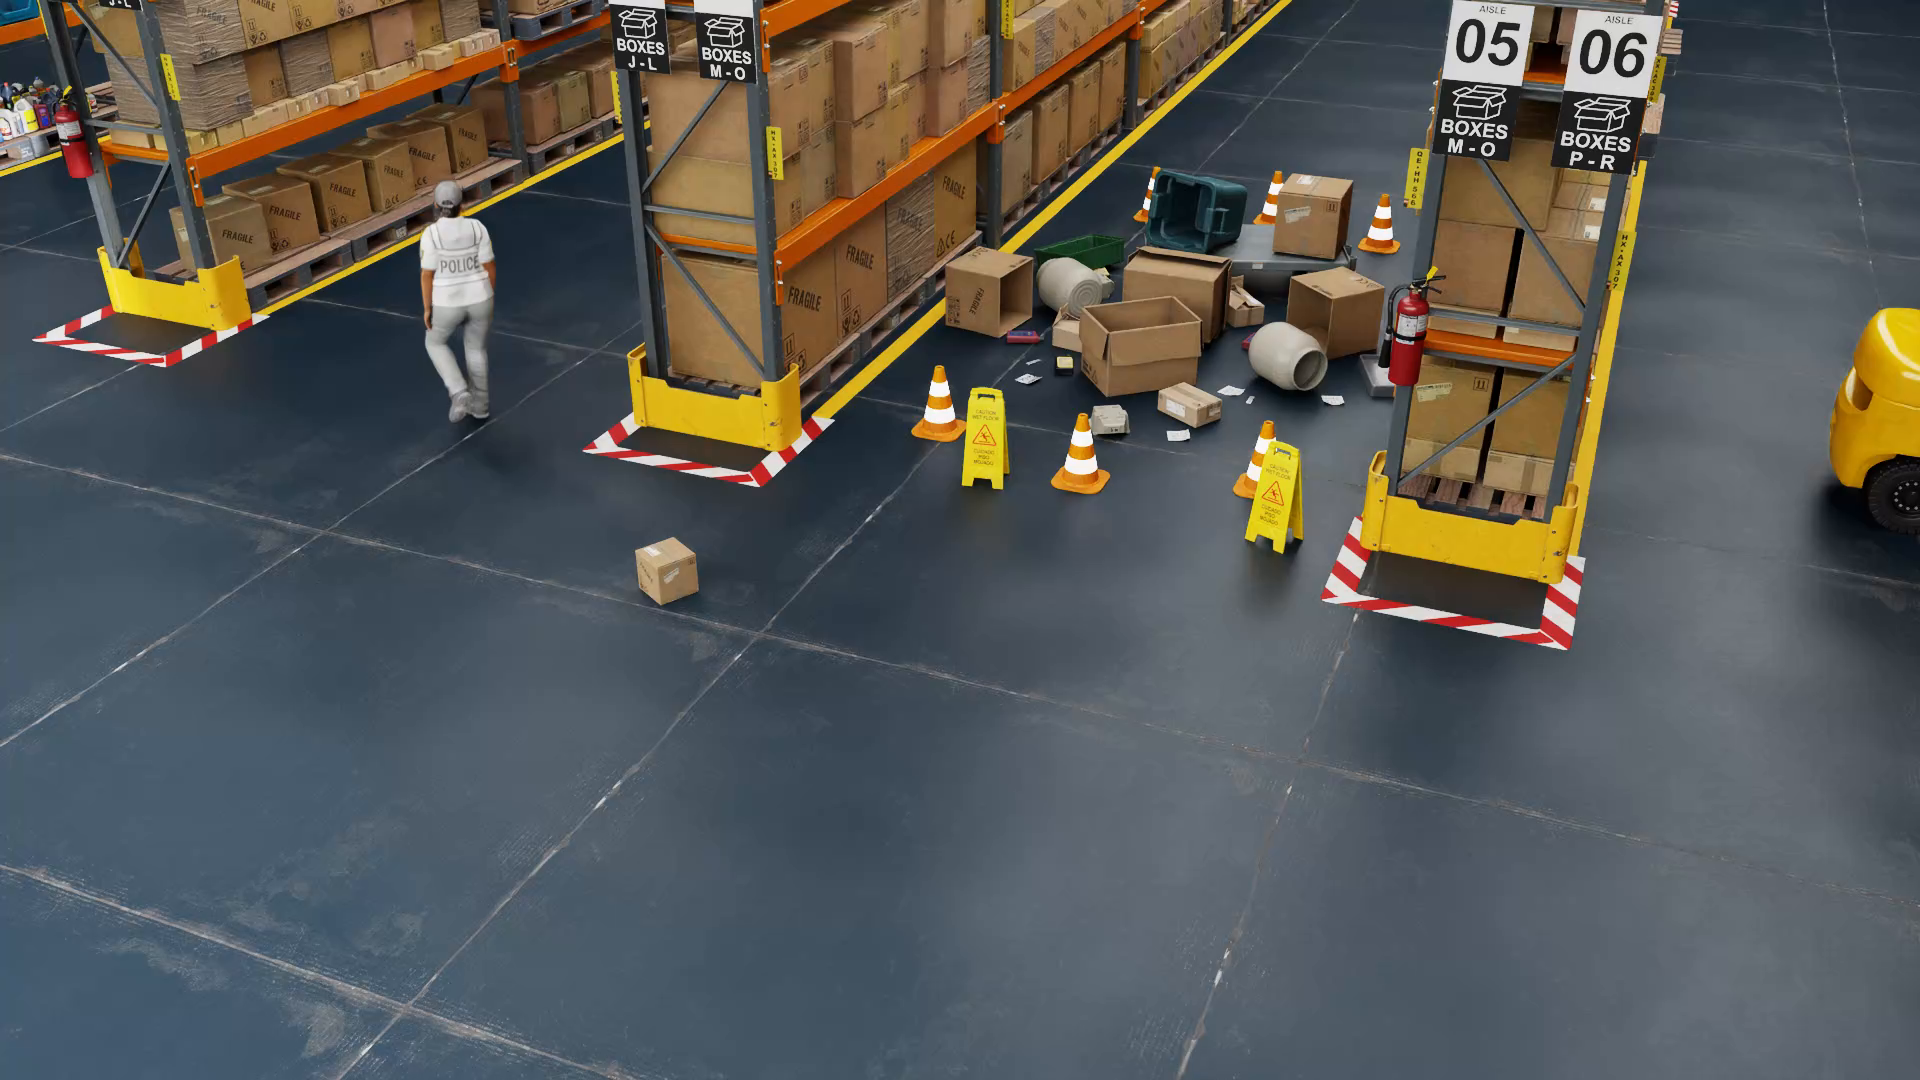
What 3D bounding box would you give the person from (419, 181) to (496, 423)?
[{"bbox_3d":[-3.346,-1.595,11.122,0.515,1.657,0.456,-17,34,-27],"label":"person"}]
